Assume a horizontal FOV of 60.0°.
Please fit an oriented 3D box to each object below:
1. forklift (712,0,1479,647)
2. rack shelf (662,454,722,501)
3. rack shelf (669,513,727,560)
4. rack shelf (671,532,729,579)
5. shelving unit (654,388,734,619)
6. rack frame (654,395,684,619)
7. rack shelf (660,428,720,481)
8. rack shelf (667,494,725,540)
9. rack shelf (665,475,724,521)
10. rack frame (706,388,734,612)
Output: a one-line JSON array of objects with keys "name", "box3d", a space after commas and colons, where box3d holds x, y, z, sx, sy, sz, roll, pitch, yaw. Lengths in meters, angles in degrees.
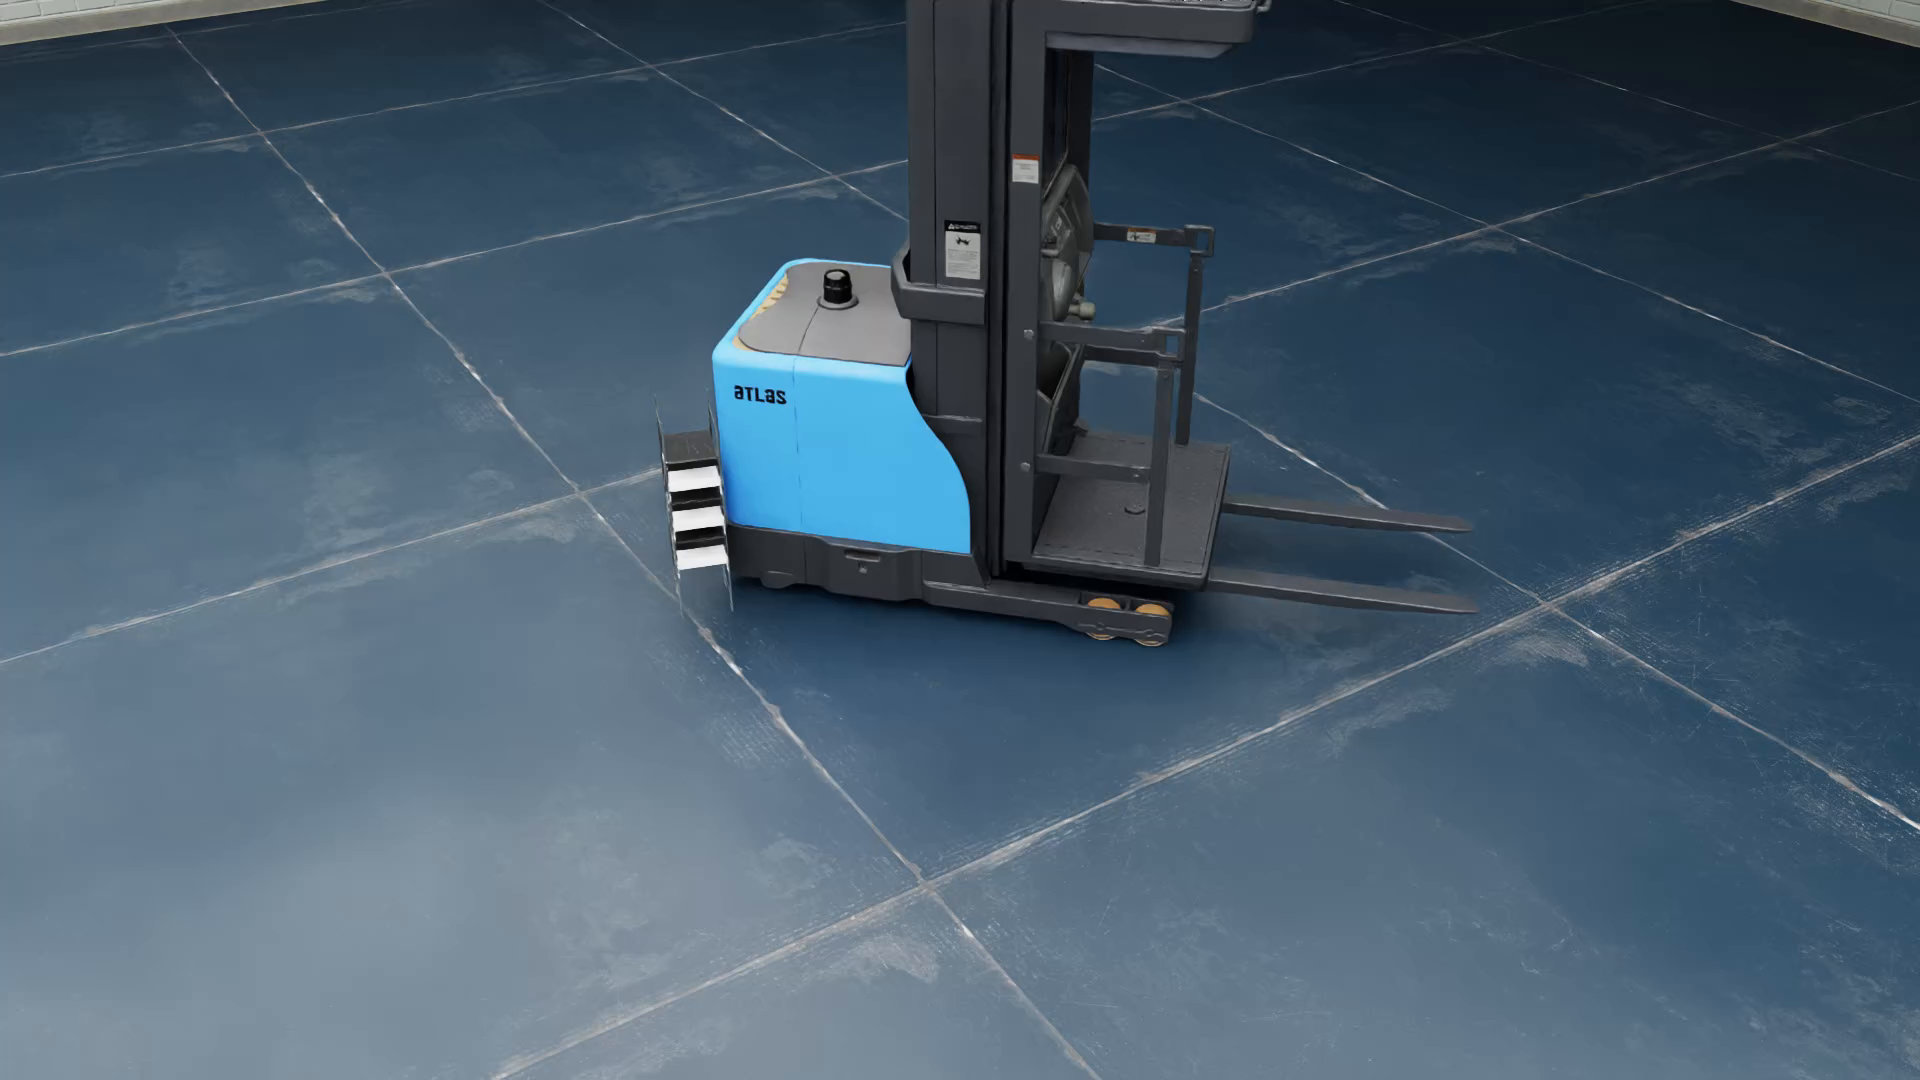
[{"name": "forklift", "box3d": [0.596, -1.131, 6.295, 3.031, 2.935, 1.130, 7, 33, 11]}, {"name": "rack shelf", "box3d": [-1.057, -0.260, 6.544, 0.200, 0.077, 0.258, -8, 33, -13]}, {"name": "rack shelf", "box3d": [-1.057, -0.032, 6.688, 0.200, 0.077, 0.258, -8, 33, -13]}, {"name": "rack shelf", "box3d": [-1.057, 0.044, 6.736, 0.200, 0.077, 0.258, -8, 33, -13]}, {"name": "shelving unit", "box3d": [-1.057, -0.136, 6.622, 0.210, 0.900, 0.258, -8, 33, -13]}, {"name": "rack frame", "box3d": [-1.155, -0.122, 6.600, 0.006, 0.900, 0.240, -8, 33, -13]}, {"name": "rack shelf", "box3d": [-1.057, -0.336, 6.496, 0.200, 0.077, 0.258, -8, 33, -13]}, {"name": "rack shelf", "box3d": [-1.057, -0.108, 6.640, 0.200, 0.077, 0.258, -8, 33, -13]}, {"name": "rack shelf", "box3d": [-1.057, -0.184, 6.592, 0.200, 0.077, 0.258, -8, 33, -13]}, {"name": "rack frame", "box3d": [-0.958, -0.150, 6.644, 0.006, 0.900, 0.240, -8, 33, -13]}]
